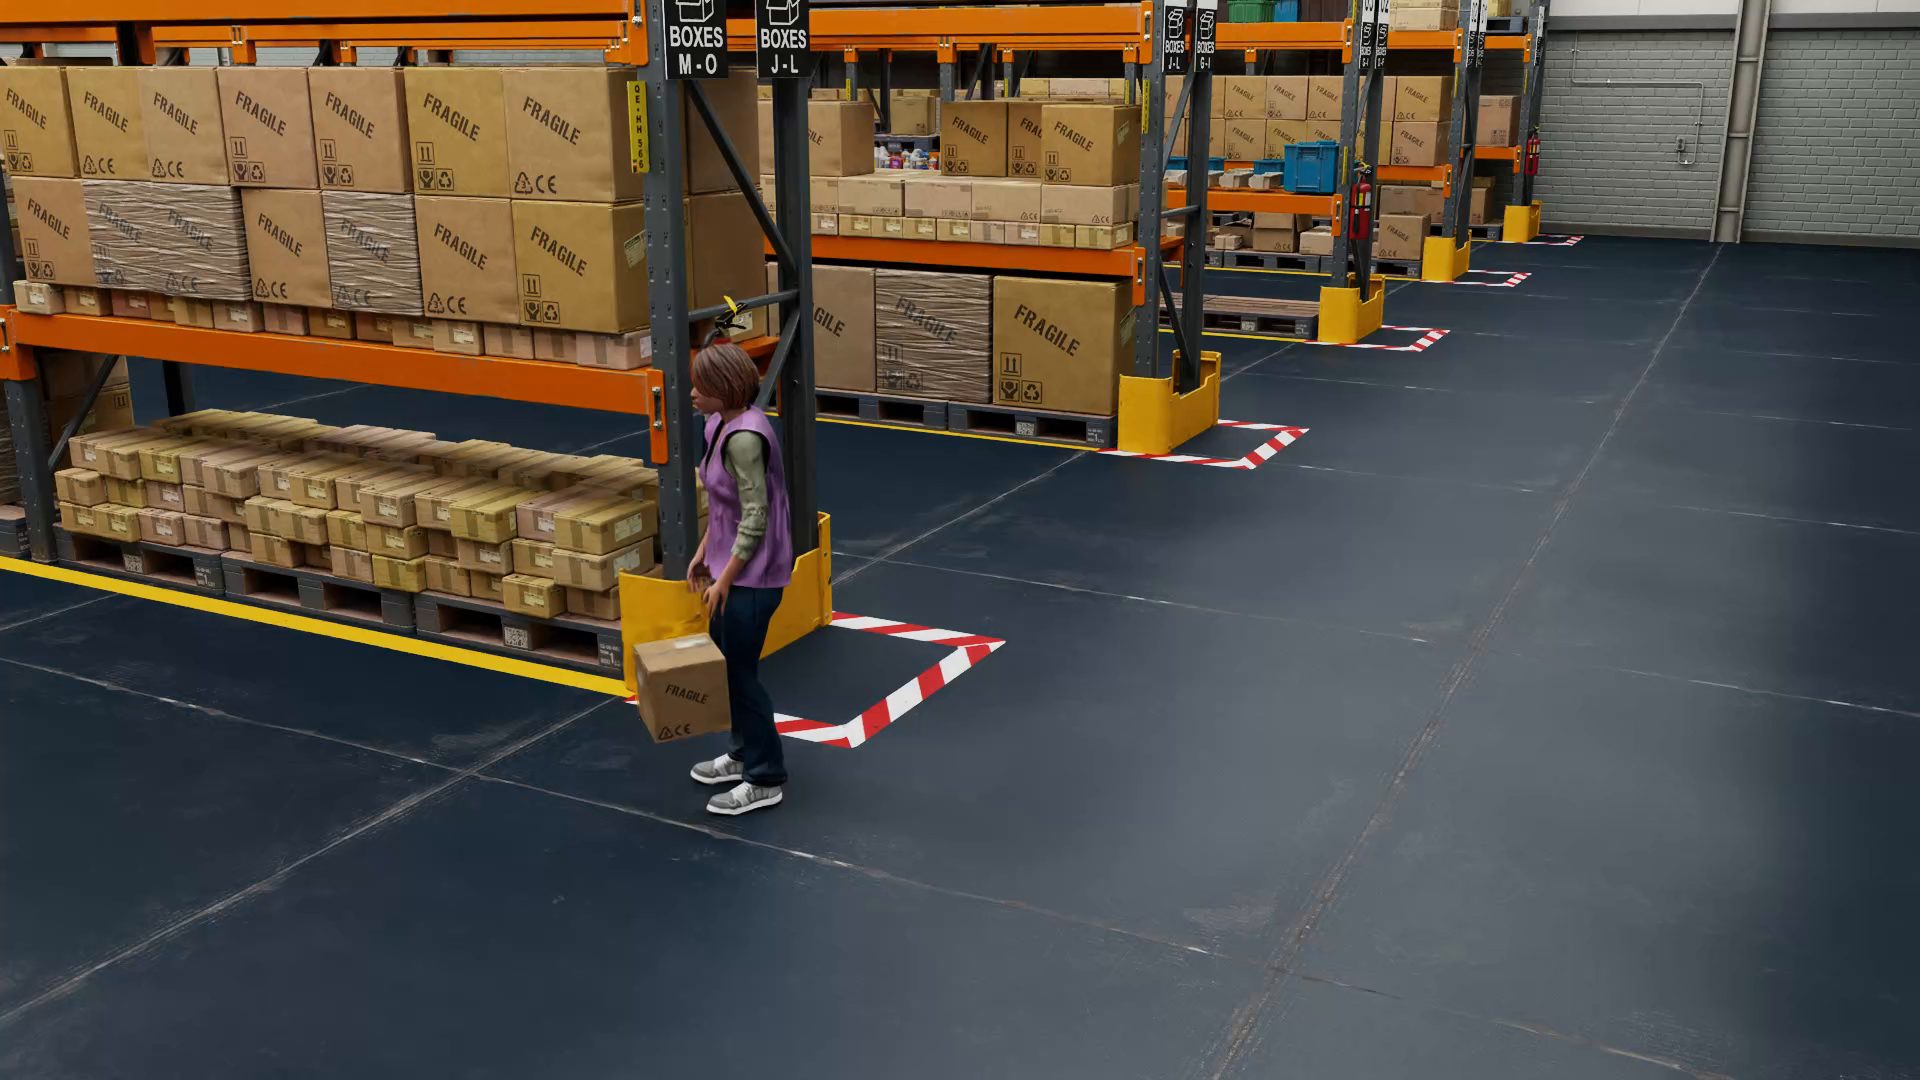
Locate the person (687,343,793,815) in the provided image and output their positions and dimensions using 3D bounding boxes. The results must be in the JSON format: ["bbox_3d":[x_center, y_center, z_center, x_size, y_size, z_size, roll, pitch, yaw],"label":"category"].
[{"bbox_3d":[-0.742,0.127,5.599,0.336,1.599,0.450,-5,17,-18],"label":"person"}]
